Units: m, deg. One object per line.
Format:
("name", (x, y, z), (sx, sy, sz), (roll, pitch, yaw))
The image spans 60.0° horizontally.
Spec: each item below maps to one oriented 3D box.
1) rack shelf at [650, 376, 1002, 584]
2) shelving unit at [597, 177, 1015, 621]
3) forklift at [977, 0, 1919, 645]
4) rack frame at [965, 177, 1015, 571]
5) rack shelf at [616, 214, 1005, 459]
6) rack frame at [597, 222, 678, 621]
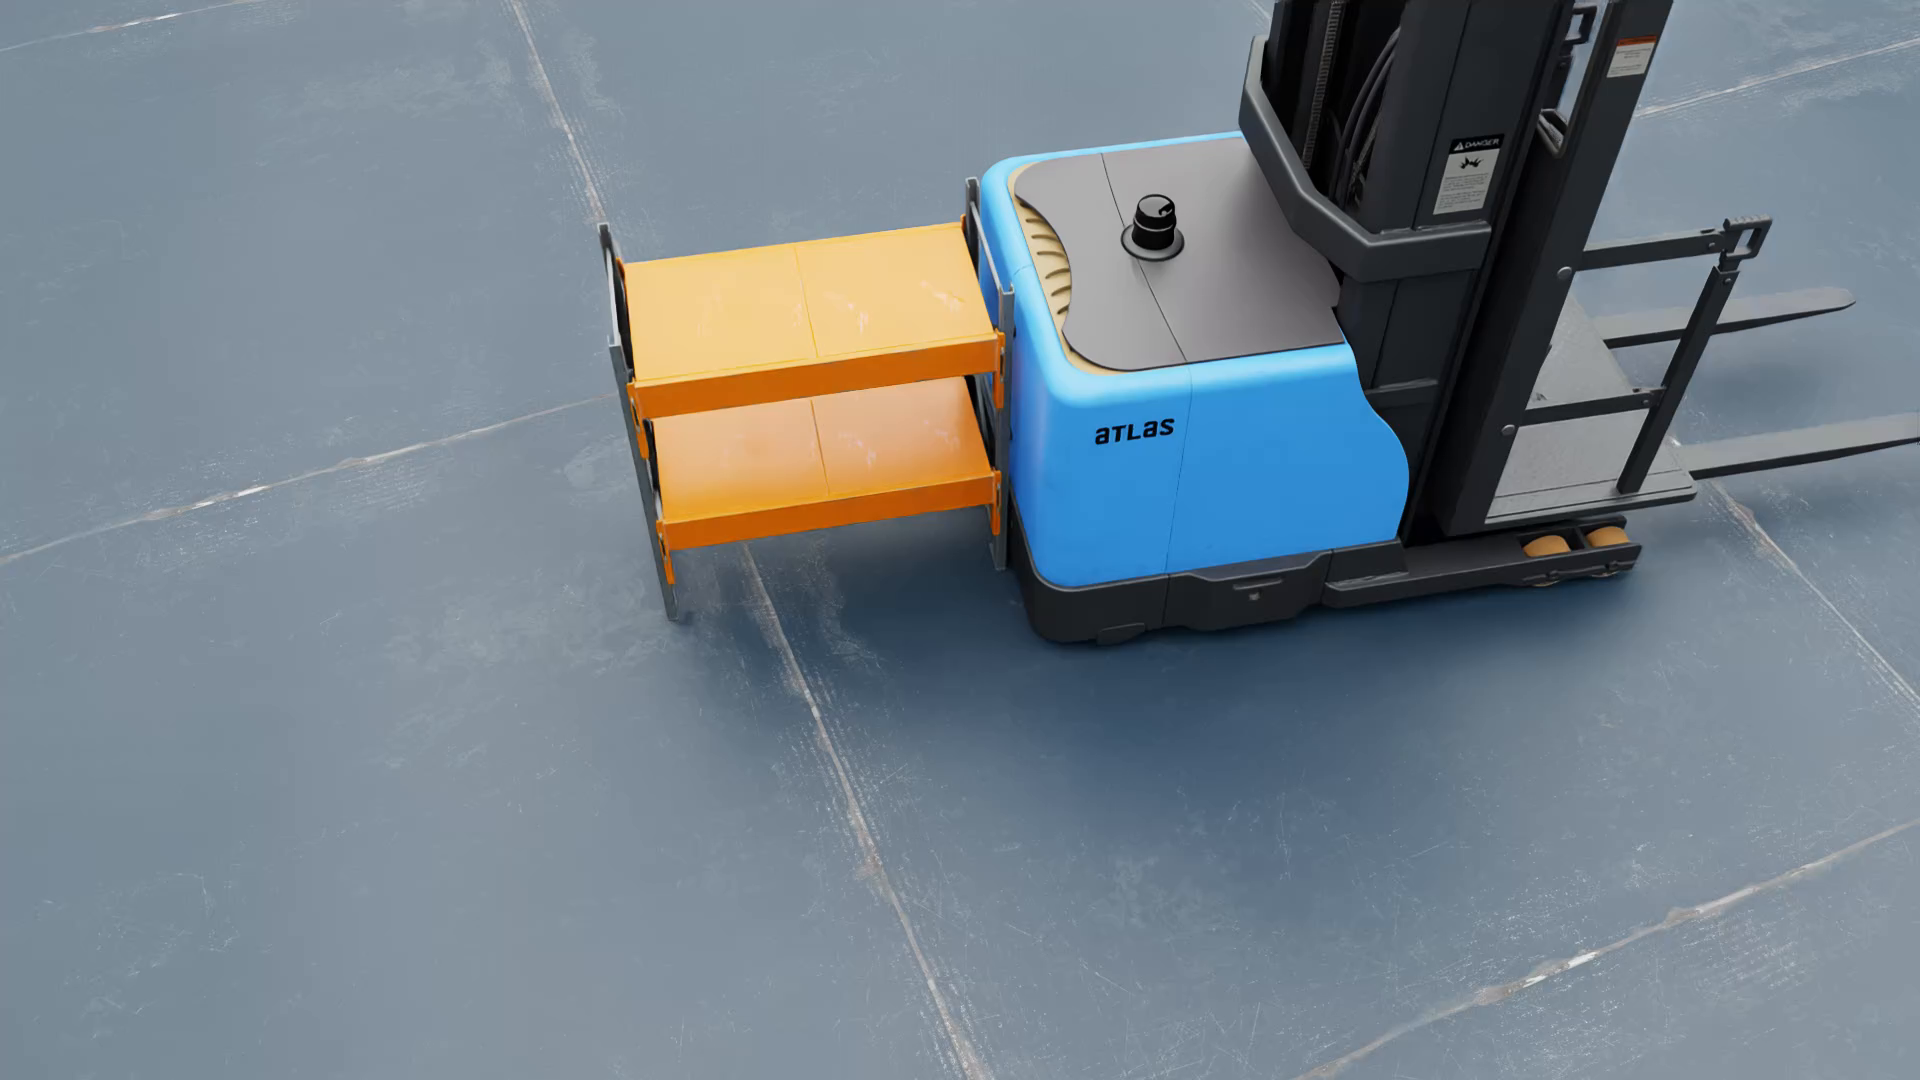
("rack shelf", (-0.420, -0.224, 5.023), (1.000, 0.278, 0.538), (-9, 50, -7))
("shelving unit", (-0.420, -0.383, 4.837), (1.048, 1.125, 0.538), (-9, 50, -7))
("forklift", (1.615, -1.200, 4.348), (3.031, 2.935, 1.130), (-8, 50, -7))
("rack frame", (0.079, -0.458, 4.902), (0.032, 1.125, 0.500), (-9, 50, -7))
("rack shelf", (-0.420, -0.574, 4.615), (1.000, 0.278, 0.538), (-9, 50, -7))
("rack frame", (-0.918, -0.308, 4.773), (0.032, 1.125, 0.500), (-9, 50, -7))
